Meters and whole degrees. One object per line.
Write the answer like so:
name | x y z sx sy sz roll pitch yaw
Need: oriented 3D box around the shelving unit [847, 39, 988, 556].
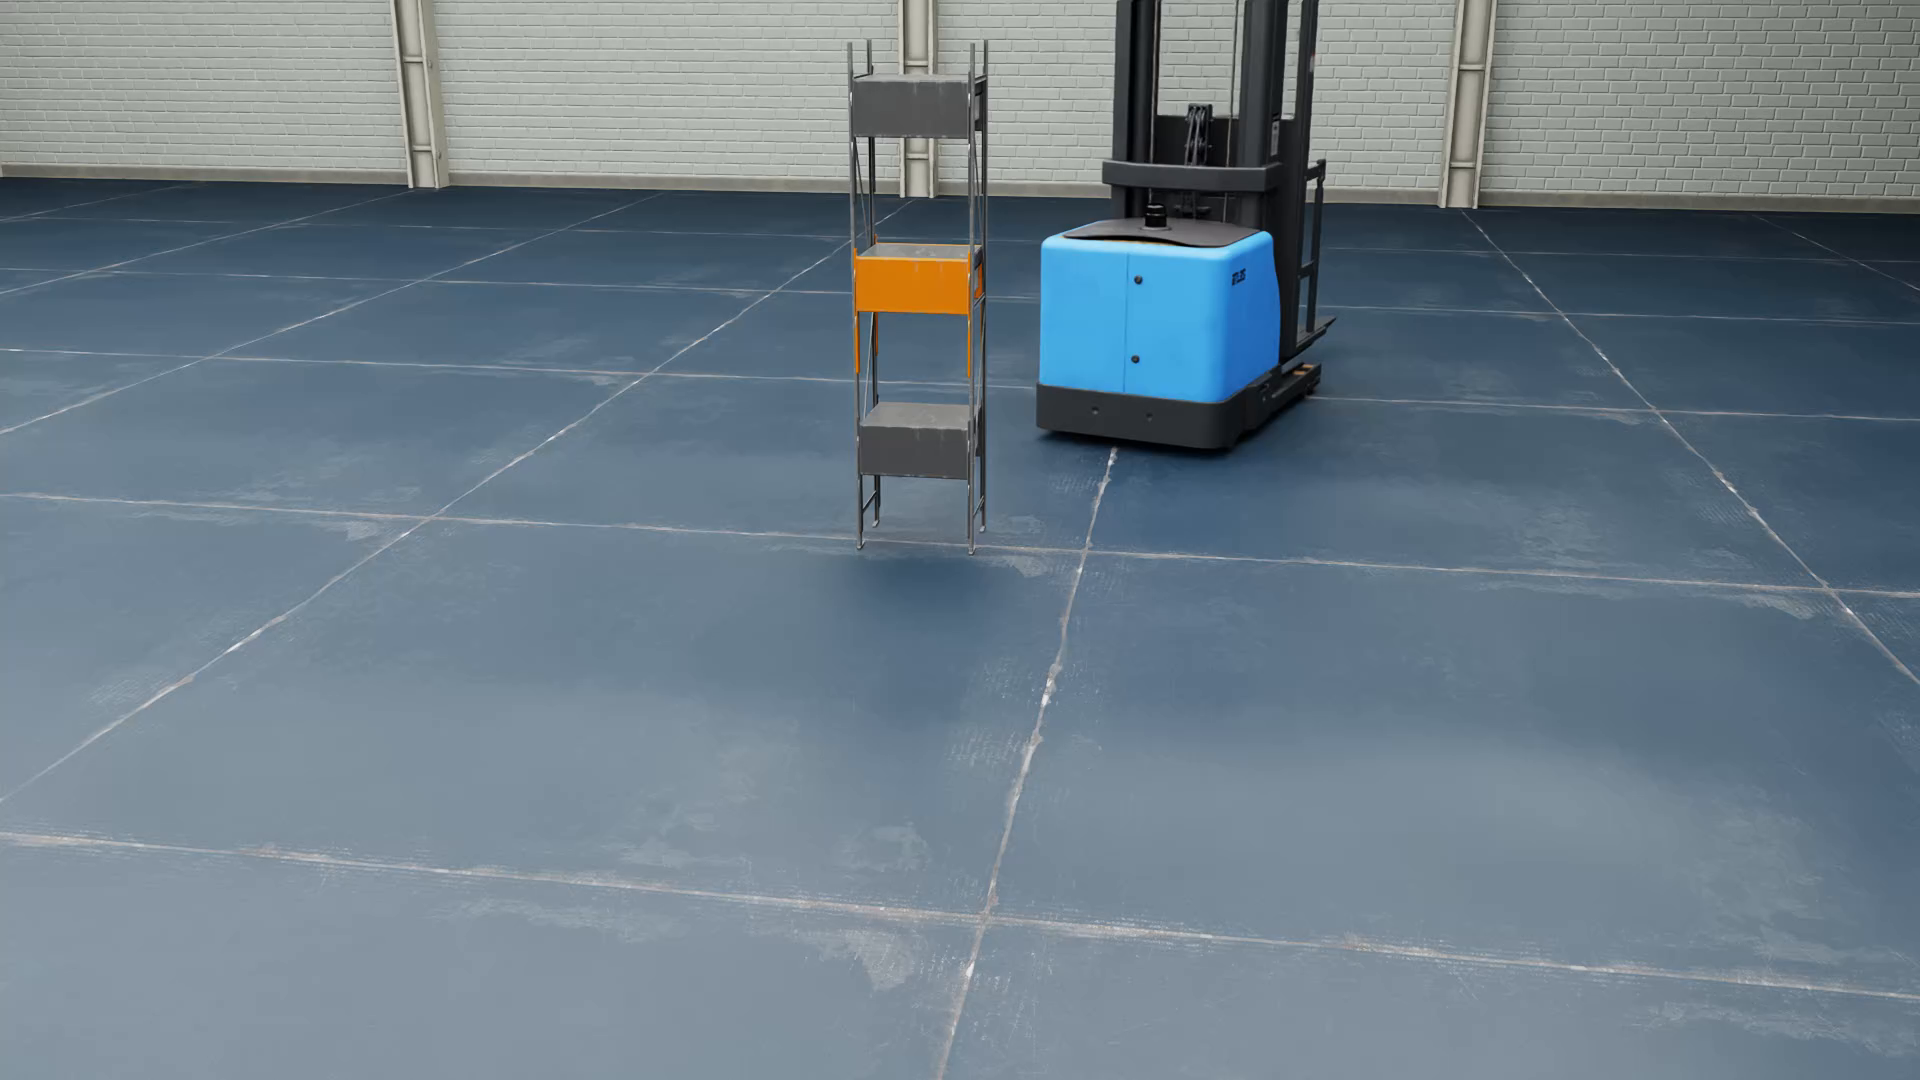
shelving unit | -0.163 -1.004 6.995 0.503 2.100 0.431 3 19 9

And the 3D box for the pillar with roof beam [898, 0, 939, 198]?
pillar with roof beam | -1.152 -6.881 13.685 0.400 9.000 9.100 3 19 9

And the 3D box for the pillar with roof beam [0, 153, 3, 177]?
pillar with roof beam | -13.000 -7.485 15.490 0.400 9.000 9.100 3 19 9

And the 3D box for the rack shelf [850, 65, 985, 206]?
rack shelf | -0.163 -1.655 6.777 0.480 0.518 0.431 3 19 9

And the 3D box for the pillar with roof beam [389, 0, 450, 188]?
pillar with roof beam | -7.076 -7.183 14.587 0.400 9.000 9.100 3 19 9

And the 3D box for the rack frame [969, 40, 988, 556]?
rack frame | 0.077 -0.992 6.958 0.015 2.100 0.400 3 19 9

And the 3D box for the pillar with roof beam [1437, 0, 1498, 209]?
pillar with roof beam | 4.773 -6.579 12.782 0.400 9.000 9.100 3 19 9

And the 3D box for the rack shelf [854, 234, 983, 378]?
rack shelf | -0.163 -0.991 6.999 0.480 0.518 0.431 3 19 9

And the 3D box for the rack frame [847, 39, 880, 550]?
rack frame | -0.404 -1.016 7.032 0.015 2.100 0.400 3 19 9

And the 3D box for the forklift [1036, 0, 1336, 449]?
forklift | 1.515 -2.277 9.490 1.130 2.935 3.031 9 20 25

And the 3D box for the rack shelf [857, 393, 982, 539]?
rack shelf | -0.163 -0.327 7.221 0.480 0.518 0.431 3 19 9
